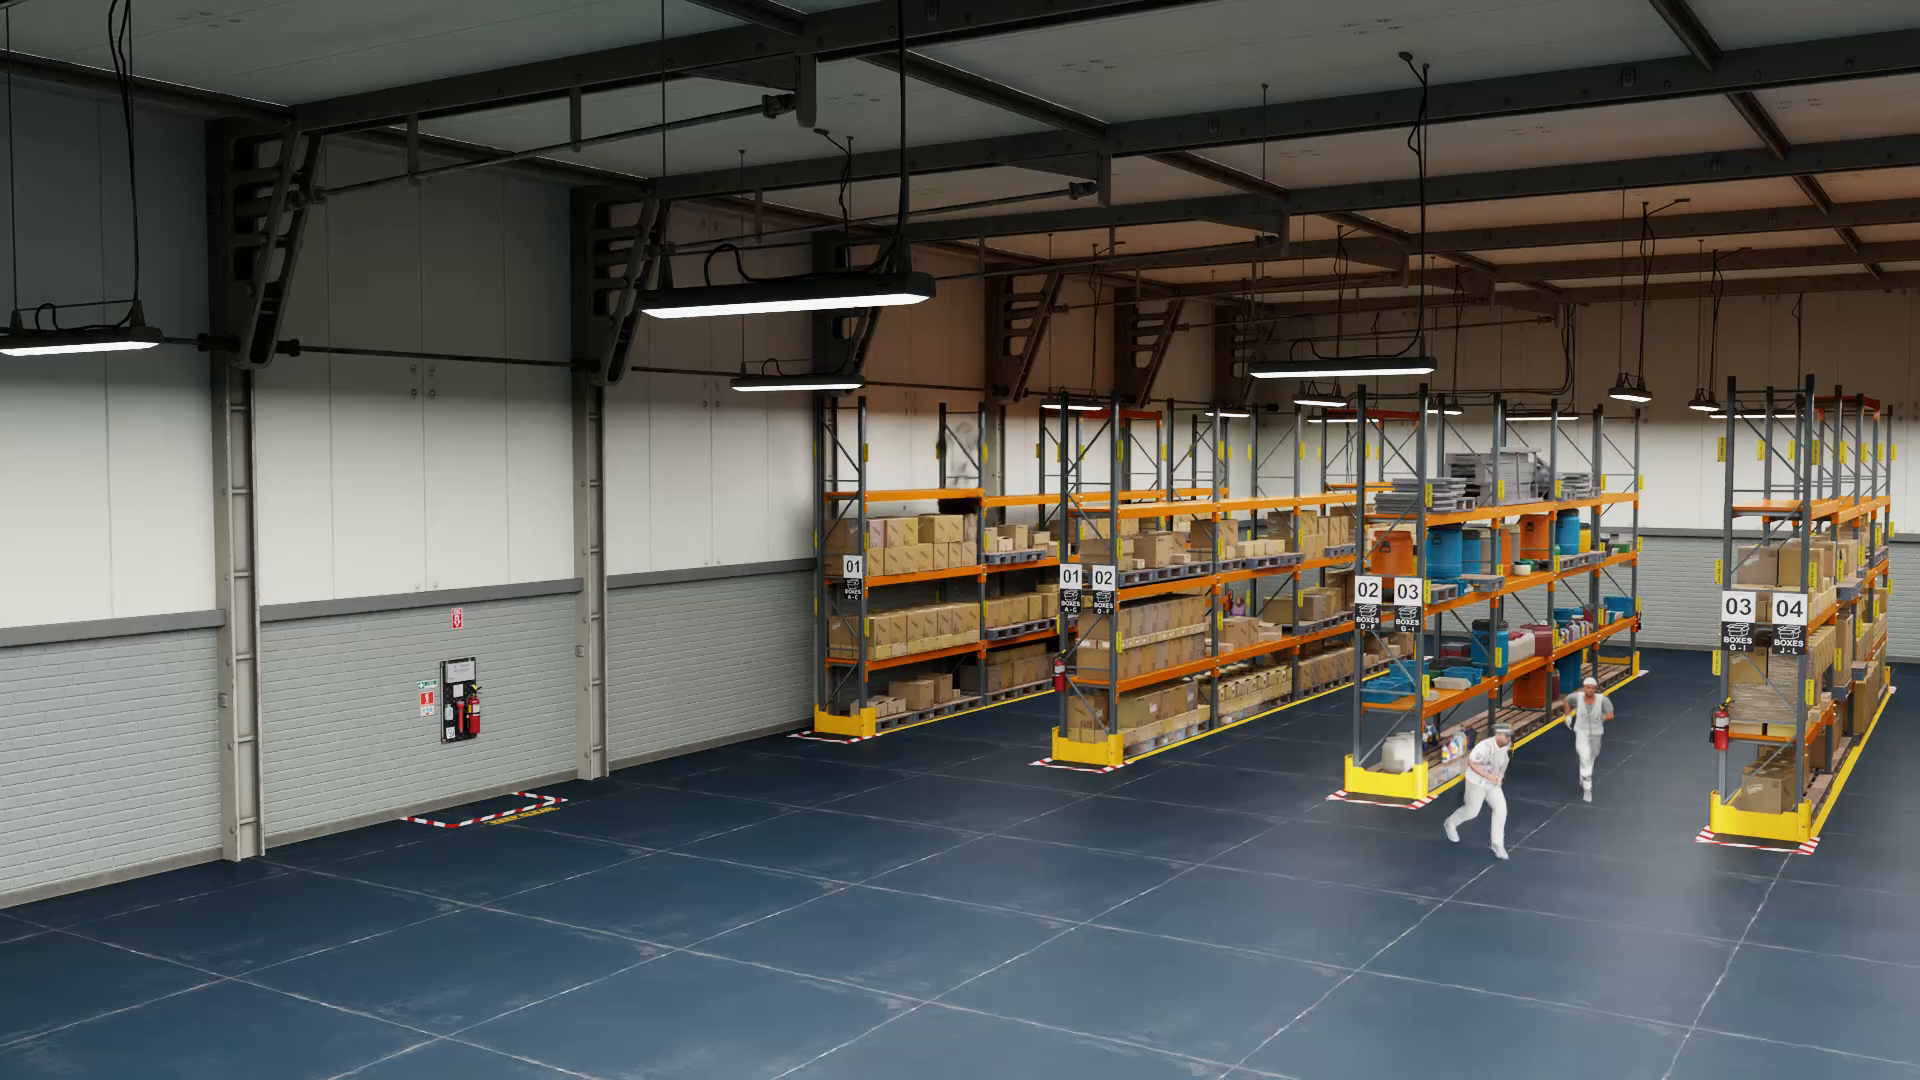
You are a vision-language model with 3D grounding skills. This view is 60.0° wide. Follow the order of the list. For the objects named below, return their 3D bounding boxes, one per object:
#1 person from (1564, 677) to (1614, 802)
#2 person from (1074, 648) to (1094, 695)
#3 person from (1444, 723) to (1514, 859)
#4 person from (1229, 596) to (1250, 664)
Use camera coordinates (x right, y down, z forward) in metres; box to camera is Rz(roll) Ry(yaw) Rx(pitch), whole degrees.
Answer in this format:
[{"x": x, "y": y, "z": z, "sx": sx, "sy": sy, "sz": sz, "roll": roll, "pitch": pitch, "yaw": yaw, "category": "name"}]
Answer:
[{"x": 9.148, "y": 2.858, "z": 24.229, "sx": 0.653, "sy": 1.794, "sz": 0.985, "roll": 1, "pitch": 3, "yaw": 10, "category": "person"}, {"x": 2.412, "y": 2.587, "z": 31.378, "sx": 0.565, "sy": 1.591, "sz": 0.706, "roll": 1, "pitch": 3, "yaw": 19, "category": "person"}, {"x": 6.520, "y": 3.095, "z": 20.901, "sx": 0.703, "sy": 1.720, "sz": 1.025, "roll": -2, "pitch": 4, "yaw": -33, "category": "person"}, {"x": 6.622, "y": 2.118, "z": 39.479, "sx": 0.539, "sy": 1.578, "sz": 0.891, "roll": 1, "pitch": 3, "yaw": 20, "category": "person"}]
